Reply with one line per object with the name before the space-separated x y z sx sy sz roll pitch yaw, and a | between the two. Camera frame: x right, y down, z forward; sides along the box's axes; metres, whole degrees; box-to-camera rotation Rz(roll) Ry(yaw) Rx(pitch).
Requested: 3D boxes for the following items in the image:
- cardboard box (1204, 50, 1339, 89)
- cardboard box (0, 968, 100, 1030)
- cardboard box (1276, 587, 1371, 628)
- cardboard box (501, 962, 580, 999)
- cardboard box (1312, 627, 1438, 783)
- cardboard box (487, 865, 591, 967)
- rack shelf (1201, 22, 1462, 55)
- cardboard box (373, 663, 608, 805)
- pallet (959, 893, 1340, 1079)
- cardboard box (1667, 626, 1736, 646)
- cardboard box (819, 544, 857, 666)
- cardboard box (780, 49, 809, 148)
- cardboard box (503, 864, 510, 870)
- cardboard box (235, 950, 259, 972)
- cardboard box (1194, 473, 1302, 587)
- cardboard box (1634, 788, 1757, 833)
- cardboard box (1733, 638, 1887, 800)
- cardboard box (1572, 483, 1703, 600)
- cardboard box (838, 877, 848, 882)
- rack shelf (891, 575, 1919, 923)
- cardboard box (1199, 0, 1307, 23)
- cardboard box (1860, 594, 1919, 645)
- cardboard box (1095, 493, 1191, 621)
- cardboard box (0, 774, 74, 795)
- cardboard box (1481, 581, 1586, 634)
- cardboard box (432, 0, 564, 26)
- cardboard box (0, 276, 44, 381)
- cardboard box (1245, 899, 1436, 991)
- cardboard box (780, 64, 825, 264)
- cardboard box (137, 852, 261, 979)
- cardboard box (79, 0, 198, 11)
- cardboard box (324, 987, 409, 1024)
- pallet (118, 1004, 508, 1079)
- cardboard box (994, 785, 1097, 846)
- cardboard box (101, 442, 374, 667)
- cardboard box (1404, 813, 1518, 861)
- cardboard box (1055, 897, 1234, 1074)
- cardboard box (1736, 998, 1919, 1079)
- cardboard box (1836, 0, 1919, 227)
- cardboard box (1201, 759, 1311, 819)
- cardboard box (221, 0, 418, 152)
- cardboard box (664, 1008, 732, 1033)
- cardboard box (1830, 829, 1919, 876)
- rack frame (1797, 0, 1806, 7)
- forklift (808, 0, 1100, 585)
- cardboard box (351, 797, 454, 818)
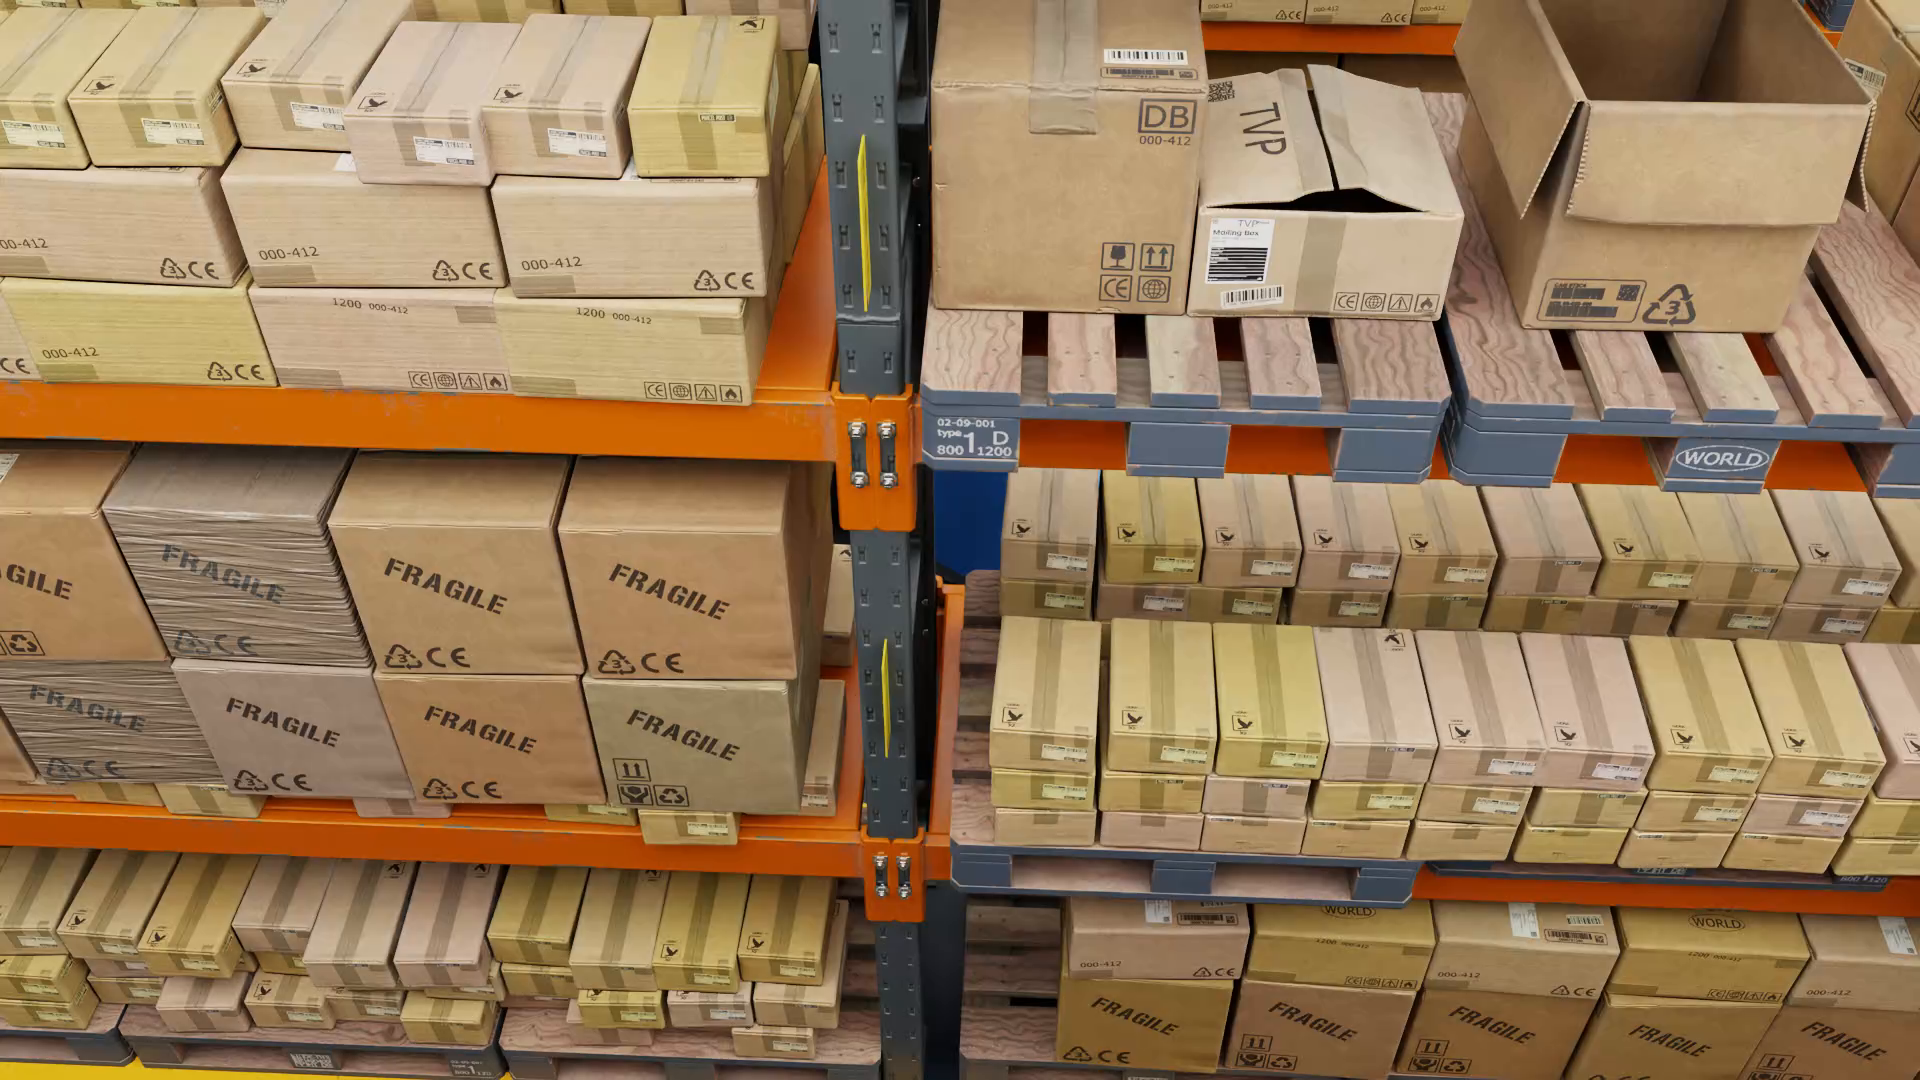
cardboard box | 1.487 -2.433 8.912 0.875 0.875 0.875 3 43 3
cardboard box | -2.883 1.368 5.364 0.250 0.149 0.380 2 43 2
cardboard box | 1.004 0.170 4.743 0.250 0.149 0.380 0 43 0
cardboard box | -1.275 1.246 5.277 0.250 0.149 0.380 2 43 2
cardboard box | 0.996 0.399 4.061 0.250 0.149 0.380 1 43 1
cardboard box | -1.289 1.123 5.191 0.250 0.149 0.380 3 43 3
rack shelf | 1.959 -2.720 8.497 4.000 0.370 1.077 2 43 2
cardboard box | -1.175 0.345 4.388 0.500 0.500 0.500 1 43 1
pallet | 0.617 1.373 5.622 1.213 0.211 1.003 2 43 2
cardboard box | 2.073 0.200 4.711 0.250 0.149 0.380 2 43 2
cardboard box | -0.429 0.190 5.030 0.250 0.149 0.380 3 43 3
cardboard box | -0.630 -1.074 3.745 0.500 0.250 0.500 3 43 3
cardboard box | -1.553 0.917 5.630 0.250 0.149 0.380 4 43 4
cardboard box | -2.332 1.178 5.350 0.250 0.149 0.380 4 43 4
cardboard box | 0.776 -0.054 4.547 0.250 0.149 0.380 0 43 1
cardboard box | 1.775 0.531 4.138 0.250 0.149 0.380 1 43 1
cardboard box | 2.033 0.429 4.029 0.250 0.149 0.380 4 43 4
cardboard box | 1.820 -0.023 4.513 0.250 0.149 0.380 1 43 1
cardboard box | -0.510 0.989 5.771 0.250 0.149 0.380 0 43 0
rack shelf | 1.837 0.654 4.875 4.000 0.370 1.077 2 43 2
cardboard box | 1.417 -2.755 8.116 0.500 0.250 0.500 1 43 2
cardboard box | 2.572 0.110 4.589 0.250 0.149 0.380 2 43 2
cardboard box | 0.509 0.044 4.660 0.250 0.149 0.380 2 43 2
cardboard box | -2.545 0.523 4.673 0.250 0.149 0.380 1 43 1
cardboard box | 1.563 0.075 4.627 0.250 0.149 0.380 2 43 2
cardboard box | -0.964 -1.216 3.605 0.250 0.149 0.380 1 43 1
cardboard box | -2.163 -0.599 3.602 0.500 0.250 0.500 2 43 2
cardboard box | 1.098 1.033 4.916 0.500 0.250 0.500 3 43 3
cardboard box | -0.611 -0.907 3.933 0.500 0.250 0.500 4 43 4
cardboard box | -2.333 1.153 5.159 0.250 0.149 0.380 2 43 3
cardboard box | -1.751 -1.289 3.683 0.250 0.149 0.380 4 43 4
cardboard box | -1.859 1.353 5.380 0.250 0.149 0.380 3 43 3
pallet | -2.055 1.318 5.681 1.213 0.211 1.003 2 43 2
cardboard box | 0.212 0.593 4.289 0.250 0.149 0.380 0 43 0
cardboard box | -1.670 -0.050 4.078 0.500 0.500 0.500 3 43 3
cardboard box | 1.244 0.624 4.256 0.250 0.149 0.380 0 43 0
cardboard box | 0.566 1.294 5.186 0.500 0.500 0.500 3 43 4
cardboard box | 2.648 1.353 5.123 0.500 0.500 0.500 3 43 4
cardboard box | 2.277 -0.903 3.745 0.500 0.500 0.500 2 43 2
cardboard box | 0.729 0.498 4.172 0.250 0.149 0.380 3 43 3
cardboard box | -1.253 -0.934 3.302 0.250 0.149 0.380 3 43 3
cardboard box | -0.823 1.374 5.358 0.250 0.149 0.380 3 43 3
cardboard box | 2.299 0.655 4.223 0.250 0.149 0.380 0 43 0
rack frame | 3.957 -2.921 8.185 0.127 3.000 1.000 2 43 2
forklift | -0.414 -1.380 6.581 3.031 2.935 1.130 29 50 27
cardboard box | -1.512 0.577 4.614 0.250 0.149 0.380 0 43 0
